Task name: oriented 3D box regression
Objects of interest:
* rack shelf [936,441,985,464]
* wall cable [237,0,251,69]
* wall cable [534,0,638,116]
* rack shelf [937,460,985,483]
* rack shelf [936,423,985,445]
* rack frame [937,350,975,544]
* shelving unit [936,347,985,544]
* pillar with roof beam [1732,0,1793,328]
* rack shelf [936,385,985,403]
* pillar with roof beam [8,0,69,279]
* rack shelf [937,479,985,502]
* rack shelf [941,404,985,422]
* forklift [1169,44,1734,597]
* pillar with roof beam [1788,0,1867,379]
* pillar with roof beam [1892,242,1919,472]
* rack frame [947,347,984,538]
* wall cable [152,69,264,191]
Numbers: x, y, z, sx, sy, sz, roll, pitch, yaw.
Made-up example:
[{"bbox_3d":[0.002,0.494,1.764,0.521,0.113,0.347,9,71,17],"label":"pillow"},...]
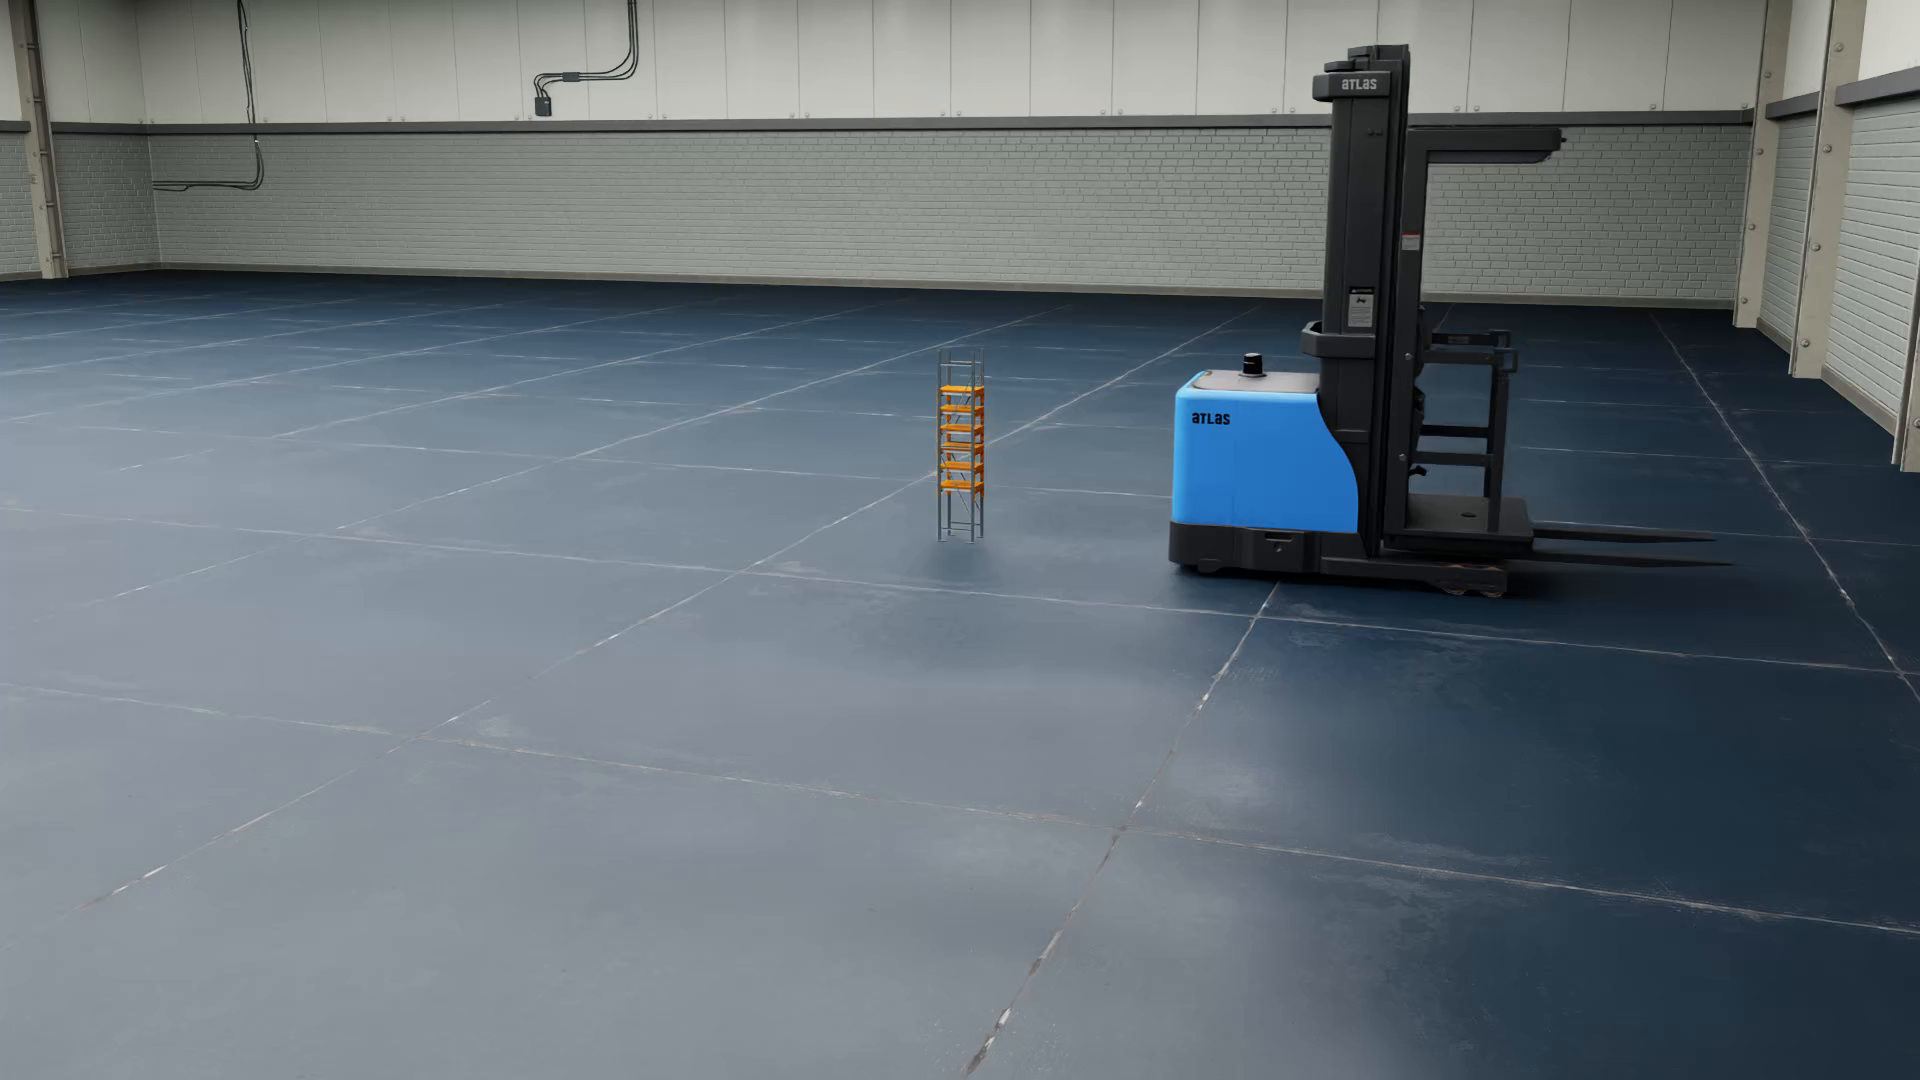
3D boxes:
[{"bbox_3d":[0.005,-0.545,10.378,0.258,0.103,0.180,4,14,18],"label":"rack shelf"},{"bbox_3d":[-13.703,-11.018,34.168,3.097,2.526,0.112,4,14,18],"label":"wall cable"},{"bbox_3d":[-7.285,-11.236,31.851,2.305,6.003,0.169,4,14,18],"label":"wall cable"},{"bbox_3d":[0.005,-0.428,10.404,0.258,0.103,0.180,4,14,18],"label":"rack shelf"},{"bbox_3d":[0.005,-0.662,10.351,0.258,0.103,0.180,4,14,18],"label":"rack shelf"},{"bbox_3d":[-0.025,-0.569,10.283,0.240,1.200,0.006,4,14,18],"label":"rack frame"},{"bbox_3d":[0.005,-0.588,10.368,0.258,1.200,0.189,4,14,18],"label":"shelving unit"},{"bbox_3d":[7.265,-7.782,24.359,9.100,9.000,0.400,4,14,18],"label":"pillar with roof beam"},{"bbox_3d":[0.005,-0.896,10.298,0.258,0.103,0.180,4,14,18],"label":"rack shelf"},{"bbox_3d":[-14.394,-9.430,31.580,9.100,9.000,0.400,4,14,18],"label":"pillar with roof beam"},{"bbox_3d":[0.005,-0.311,10.431,0.258,0.103,0.180,4,14,18],"label":"rack shelf"},{"bbox_3d":[0.005,-0.779,10.324,0.258,0.103,0.180,4,14,18],"label":"rack shelf"},{"bbox_3d":[2.787,-1.246,9.361,3.031,2.935,1.130,4,13,15],"label":"forklift"},{"bbox_3d":[5.324,-6.518,18.824,9.100,9.000,0.400,4,14,18],"label":"pillar with roof beam"},{"bbox_3d":[3.383,-5.255,13.289,9.100,9.000,0.400,4,14,18],"label":"pillar with roof beam"},{"bbox_3d":[0.034,-0.607,10.452,0.240,1.200,0.006,4,14,18],"label":"rack frame"},{"bbox_3d":[-16.263,-8.751,35.584,3.097,2.526,0.112,4,14,18],"label":"wall cable"}]
